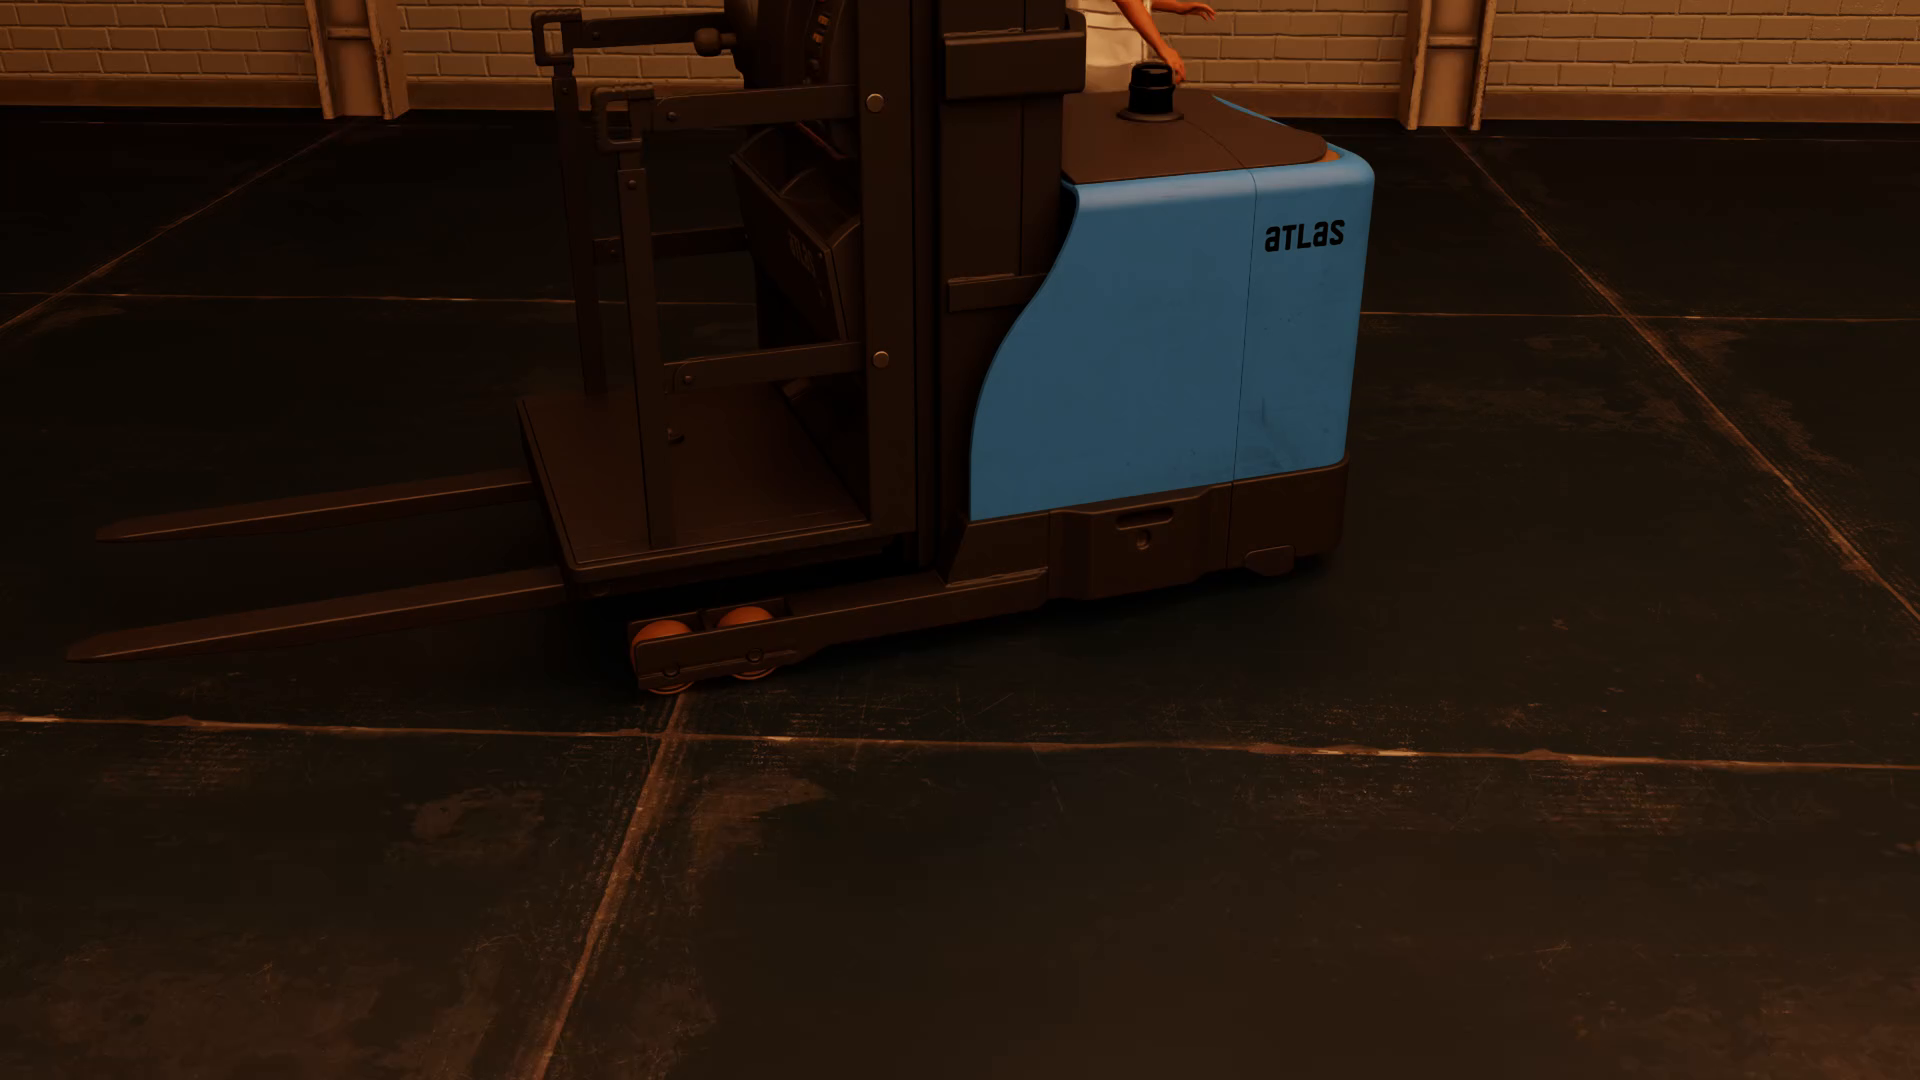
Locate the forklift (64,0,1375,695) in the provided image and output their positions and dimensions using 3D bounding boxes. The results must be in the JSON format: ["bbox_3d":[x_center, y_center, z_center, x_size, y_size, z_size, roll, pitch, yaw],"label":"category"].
[{"bbox_3d":[-0.573,-1.224,3.691,3.031,2.935,1.130,-9,28,-17],"label":"forklift"}]

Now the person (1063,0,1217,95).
[{"bbox_3d":[0.740,-1.935,6.714,0.795,1.541,0.810,-8,27,-16],"label":"person"}]
